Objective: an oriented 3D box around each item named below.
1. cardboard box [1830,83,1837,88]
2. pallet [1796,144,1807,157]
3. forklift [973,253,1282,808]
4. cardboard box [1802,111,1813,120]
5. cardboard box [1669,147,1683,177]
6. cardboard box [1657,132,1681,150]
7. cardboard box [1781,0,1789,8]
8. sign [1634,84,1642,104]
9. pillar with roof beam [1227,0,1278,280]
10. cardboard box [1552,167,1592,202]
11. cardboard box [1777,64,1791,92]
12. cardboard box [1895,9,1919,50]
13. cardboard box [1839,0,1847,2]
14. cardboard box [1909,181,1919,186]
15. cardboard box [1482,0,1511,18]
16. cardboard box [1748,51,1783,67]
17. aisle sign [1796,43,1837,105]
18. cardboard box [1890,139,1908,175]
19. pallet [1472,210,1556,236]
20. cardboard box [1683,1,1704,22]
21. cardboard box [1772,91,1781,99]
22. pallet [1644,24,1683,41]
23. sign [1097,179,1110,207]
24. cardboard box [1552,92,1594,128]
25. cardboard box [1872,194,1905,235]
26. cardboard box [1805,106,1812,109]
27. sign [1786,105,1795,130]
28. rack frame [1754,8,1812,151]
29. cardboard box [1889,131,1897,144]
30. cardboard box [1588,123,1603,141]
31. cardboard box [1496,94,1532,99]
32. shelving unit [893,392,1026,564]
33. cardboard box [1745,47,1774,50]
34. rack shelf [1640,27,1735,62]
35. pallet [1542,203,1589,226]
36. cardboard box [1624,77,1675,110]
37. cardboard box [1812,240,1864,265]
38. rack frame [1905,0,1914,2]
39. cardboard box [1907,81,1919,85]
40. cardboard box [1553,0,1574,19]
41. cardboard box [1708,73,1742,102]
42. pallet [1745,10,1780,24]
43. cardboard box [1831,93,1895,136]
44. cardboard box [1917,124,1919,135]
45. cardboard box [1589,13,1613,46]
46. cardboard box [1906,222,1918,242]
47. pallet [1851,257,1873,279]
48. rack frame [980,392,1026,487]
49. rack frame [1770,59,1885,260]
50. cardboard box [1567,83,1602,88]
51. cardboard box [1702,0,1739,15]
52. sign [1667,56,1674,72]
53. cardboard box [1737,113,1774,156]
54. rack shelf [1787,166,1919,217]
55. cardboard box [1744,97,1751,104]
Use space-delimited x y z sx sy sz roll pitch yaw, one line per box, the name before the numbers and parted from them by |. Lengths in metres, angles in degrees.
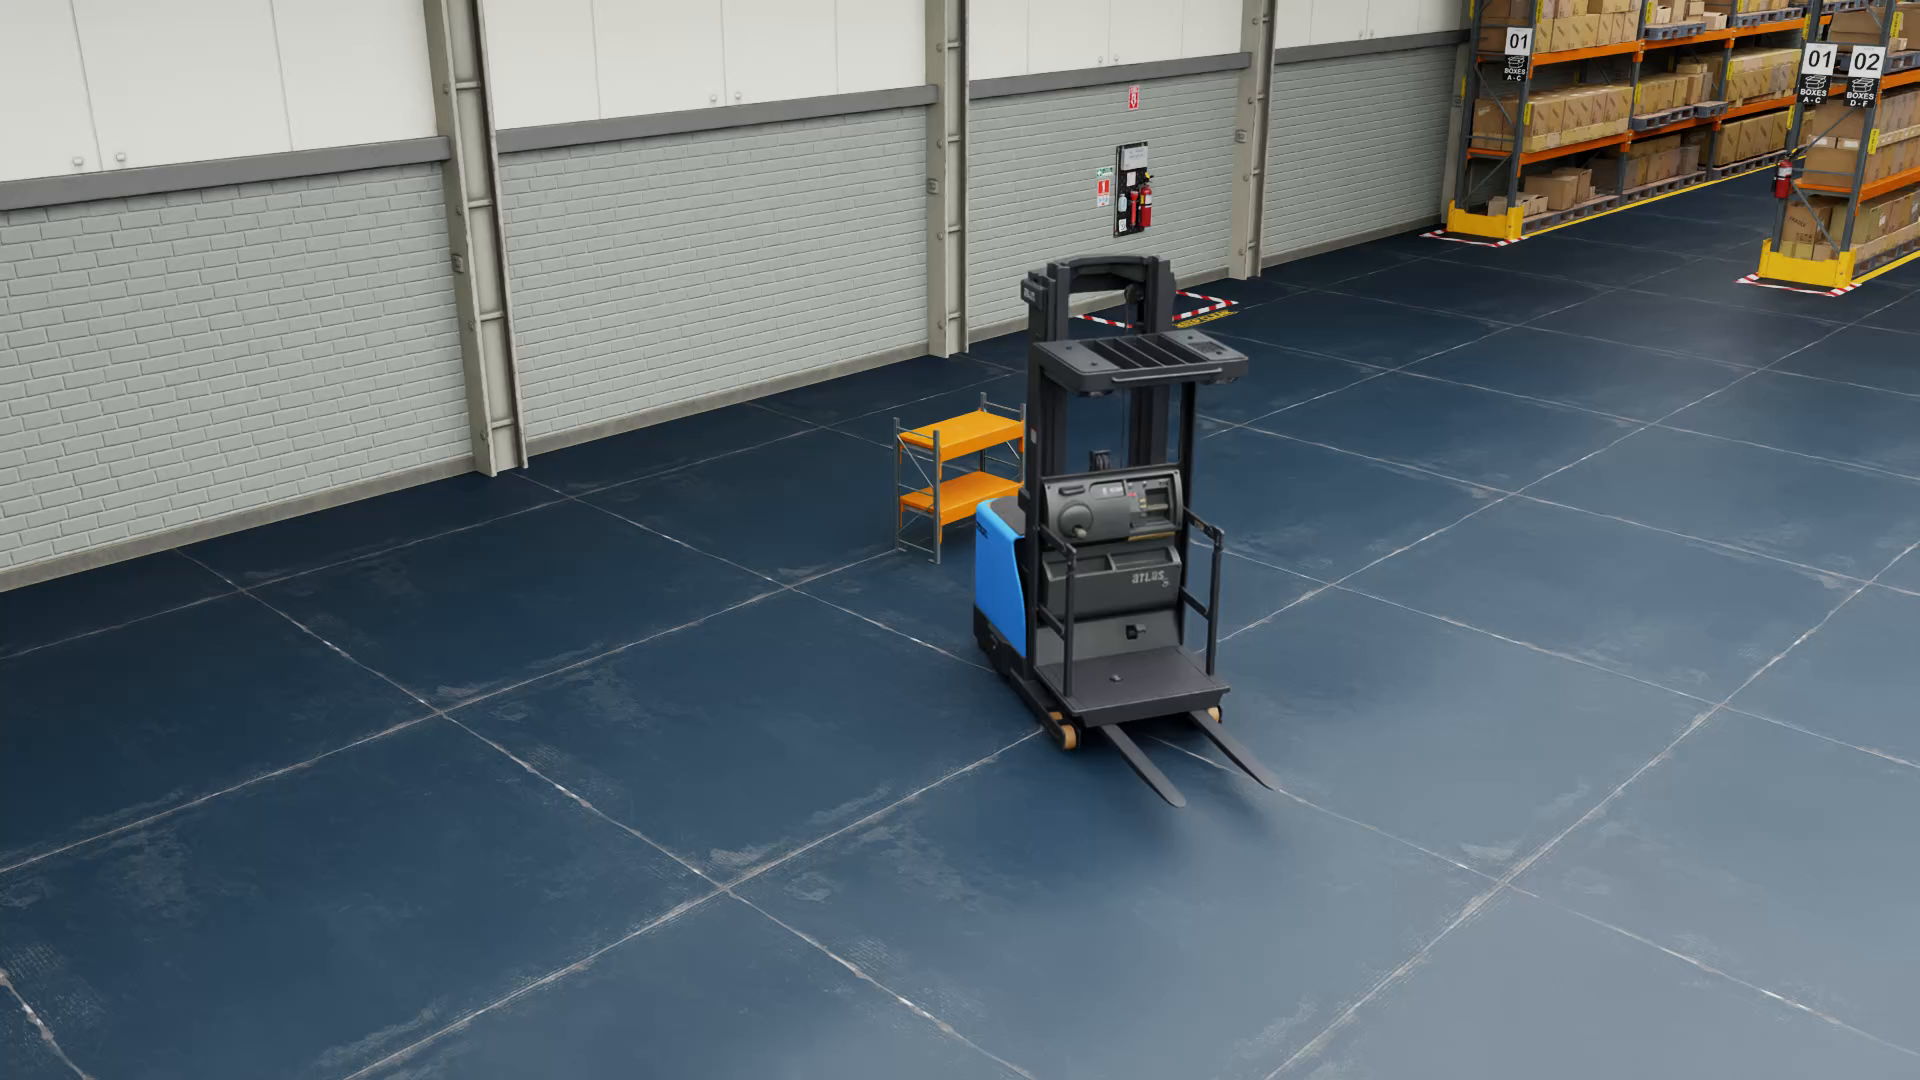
cardboard box | 18.136 -10.043 35.467 0.980 0.700 0.700 18 27 38
pallet | 17.318 -8.266 35.149 1.003 0.211 1.213 19 28 41
forklift | 1.052 -0.203 10.379 1.130 2.935 3.031 -7 22 -18
cardboard box | 17.697 -8.933 34.991 0.250 0.149 0.380 -19 28 -40
cardboard box | 13.034 -7.101 31.101 0.700 0.500 0.500 19 28 41
cardboard box | 13.034 -7.423 30.895 0.500 0.250 0.500 -20 28 -41
cardboard box | 16.039 -10.845 33.039 0.700 0.500 0.500 17 27 38
sign | 11.545 -7.606 28.337 0.100 0.325 0.005 19 28 41
pillar with roof beam | 7.128 -6.884 19.305 9.100 9.000 0.400 19 28 41
cardboard box | 10.456 -6.097 28.490 0.500 0.500 0.500 17 27 37
cardboard box | 16.242 -9.272 33.296 0.500 0.500 0.500 20 28 41
cardboard box | 13.267 -7.135 23.218 0.500 0.500 0.500 19 28 41
cardboard box | 18.121 -11.338 34.556 0.500 0.250 0.500 18 28 39
cardboard box | 15.488 -5.710 27.077 0.500 0.311 0.500 19 28 40
cardboard box | 8.474 -8.406 25.885 0.500 0.500 0.500 -19 28 -40
cardboard box | 15.870 -9.493 32.826 0.500 0.250 0.500 -19 28 -41
aisle sign | 11.656 -6.339 22.623 0.394 0.787 0.004 19 28 41
cardboard box | 13.325 -5.631 24.265 0.500 0.500 0.700 -19 28 -40
pallet | 9.006 -5.225 27.237 1.003 0.211 1.213 19 28 41
cardboard box | 12.971 -9.511 30.149 0.637 0.503 0.797 -15 26 -35
cardboard box | 16.185 -8.918 33.279 0.380 0.149 0.250 19 28 41
pallet | 11.658 -8.780 28.680 1.213 0.211 1.003 19 28 41
sign | 1.833 -4.436 21.247 0.001 0.329 0.234 19 28 41
cardboard box | 9.977 -7.036 27.196 0.500 0.500 0.500 -19 28 -40
cardboard box | 13.494 -4.798 24.441 0.500 0.500 0.500 19 28 41
cardboard box | 18.166 -9.303 35.954 0.380 0.149 0.250 20 28 41
sign | 11.533 -5.859 23.055 0.100 0.325 0.005 19 28 41
rack frame | 16.732 -9.392 34.191 1.000 3.000 0.127 19 28 41
cardboard box | 13.060 -5.731 23.622 0.380 0.149 0.250 18 27 39
cardboard box | 10.345 -6.818 27.676 0.500 0.250 0.500 19 28 40
cardboard box | 8.895 -6.898 26.838 0.500 0.500 0.500 -20 29 -41
shelving unit | 0.005 -0.527 13.739 0.538 1.125 1.048 19 28 41
cardboard box | 16.224 -9.884 33.843 0.500 0.250 0.500 -19 28 -40
rack shelf | 12.546 -8.914 29.769 1.077 0.370 4.000 19 28 41
pallet | 9.857 -5.537 28.049 1.003 0.211 1.213 19 28 41
cardboard box | 12.362 -8.029 29.892 0.500 0.500 0.700 -16 26 -35
cardboard box | 12.446 -4.063 23.574 0.500 0.250 0.500 19 28 41
rack frame | 14.703 -8.897 24.541 1.000 3.000 0.127 19 28 41
cardboard box | 14.398 -6.633 25.066 0.700 0.500 0.500 19 28 41
cardboard box | 9.190 -8.385 25.828 0.500 0.500 0.500 19 28 40
cardboard box | 14.464 -8.619 31.599 0.500 0.500 0.500 -19 28 -40
pallet | 15.131 -10.143 32.226 1.213 0.211 1.003 -19 28 -40
cardboard box | 12.647 -5.988 23.386 0.700 0.500 0.500 18 28 39
cardboard box | 13.956 -6.062 24.482 0.380 0.149 0.250 19 28 40
cardboard box | 10.255 -8.321 27.057 0.500 0.500 0.500 18 27 39
cardboard box | 14.180 -4.709 25.255 0.500 0.250 0.500 19 28 41
pallet | 12.416 -3.974 23.981 1.003 0.211 1.213 19 28 41
rack frame | 0.359 -0.657 14.079 0.500 1.125 0.032 19 28 41
rack frame | 11.912 -5.069 22.942 1.000 3.000 0.127 19 28 41
cardboard box | 10.674 -7.556 28.551 0.500 0.500 0.500 18 28 39
cardboard box | 14.232 -10.153 31.236 0.700 0.500 0.500 17 27 37
sign | 13.542 -9.042 31.667 0.100 0.325 0.005 19 28 41
cardboard box | 15.754 -8.156 33.386 0.750 0.750 0.750 -19 28 -40
rack shelf | 13.308 -5.247 24.409 1.077 0.370 4.000 19 28 41
cardboard box | 15.215 -8.620 32.505 0.250 0.149 0.380 -20 28 -41
